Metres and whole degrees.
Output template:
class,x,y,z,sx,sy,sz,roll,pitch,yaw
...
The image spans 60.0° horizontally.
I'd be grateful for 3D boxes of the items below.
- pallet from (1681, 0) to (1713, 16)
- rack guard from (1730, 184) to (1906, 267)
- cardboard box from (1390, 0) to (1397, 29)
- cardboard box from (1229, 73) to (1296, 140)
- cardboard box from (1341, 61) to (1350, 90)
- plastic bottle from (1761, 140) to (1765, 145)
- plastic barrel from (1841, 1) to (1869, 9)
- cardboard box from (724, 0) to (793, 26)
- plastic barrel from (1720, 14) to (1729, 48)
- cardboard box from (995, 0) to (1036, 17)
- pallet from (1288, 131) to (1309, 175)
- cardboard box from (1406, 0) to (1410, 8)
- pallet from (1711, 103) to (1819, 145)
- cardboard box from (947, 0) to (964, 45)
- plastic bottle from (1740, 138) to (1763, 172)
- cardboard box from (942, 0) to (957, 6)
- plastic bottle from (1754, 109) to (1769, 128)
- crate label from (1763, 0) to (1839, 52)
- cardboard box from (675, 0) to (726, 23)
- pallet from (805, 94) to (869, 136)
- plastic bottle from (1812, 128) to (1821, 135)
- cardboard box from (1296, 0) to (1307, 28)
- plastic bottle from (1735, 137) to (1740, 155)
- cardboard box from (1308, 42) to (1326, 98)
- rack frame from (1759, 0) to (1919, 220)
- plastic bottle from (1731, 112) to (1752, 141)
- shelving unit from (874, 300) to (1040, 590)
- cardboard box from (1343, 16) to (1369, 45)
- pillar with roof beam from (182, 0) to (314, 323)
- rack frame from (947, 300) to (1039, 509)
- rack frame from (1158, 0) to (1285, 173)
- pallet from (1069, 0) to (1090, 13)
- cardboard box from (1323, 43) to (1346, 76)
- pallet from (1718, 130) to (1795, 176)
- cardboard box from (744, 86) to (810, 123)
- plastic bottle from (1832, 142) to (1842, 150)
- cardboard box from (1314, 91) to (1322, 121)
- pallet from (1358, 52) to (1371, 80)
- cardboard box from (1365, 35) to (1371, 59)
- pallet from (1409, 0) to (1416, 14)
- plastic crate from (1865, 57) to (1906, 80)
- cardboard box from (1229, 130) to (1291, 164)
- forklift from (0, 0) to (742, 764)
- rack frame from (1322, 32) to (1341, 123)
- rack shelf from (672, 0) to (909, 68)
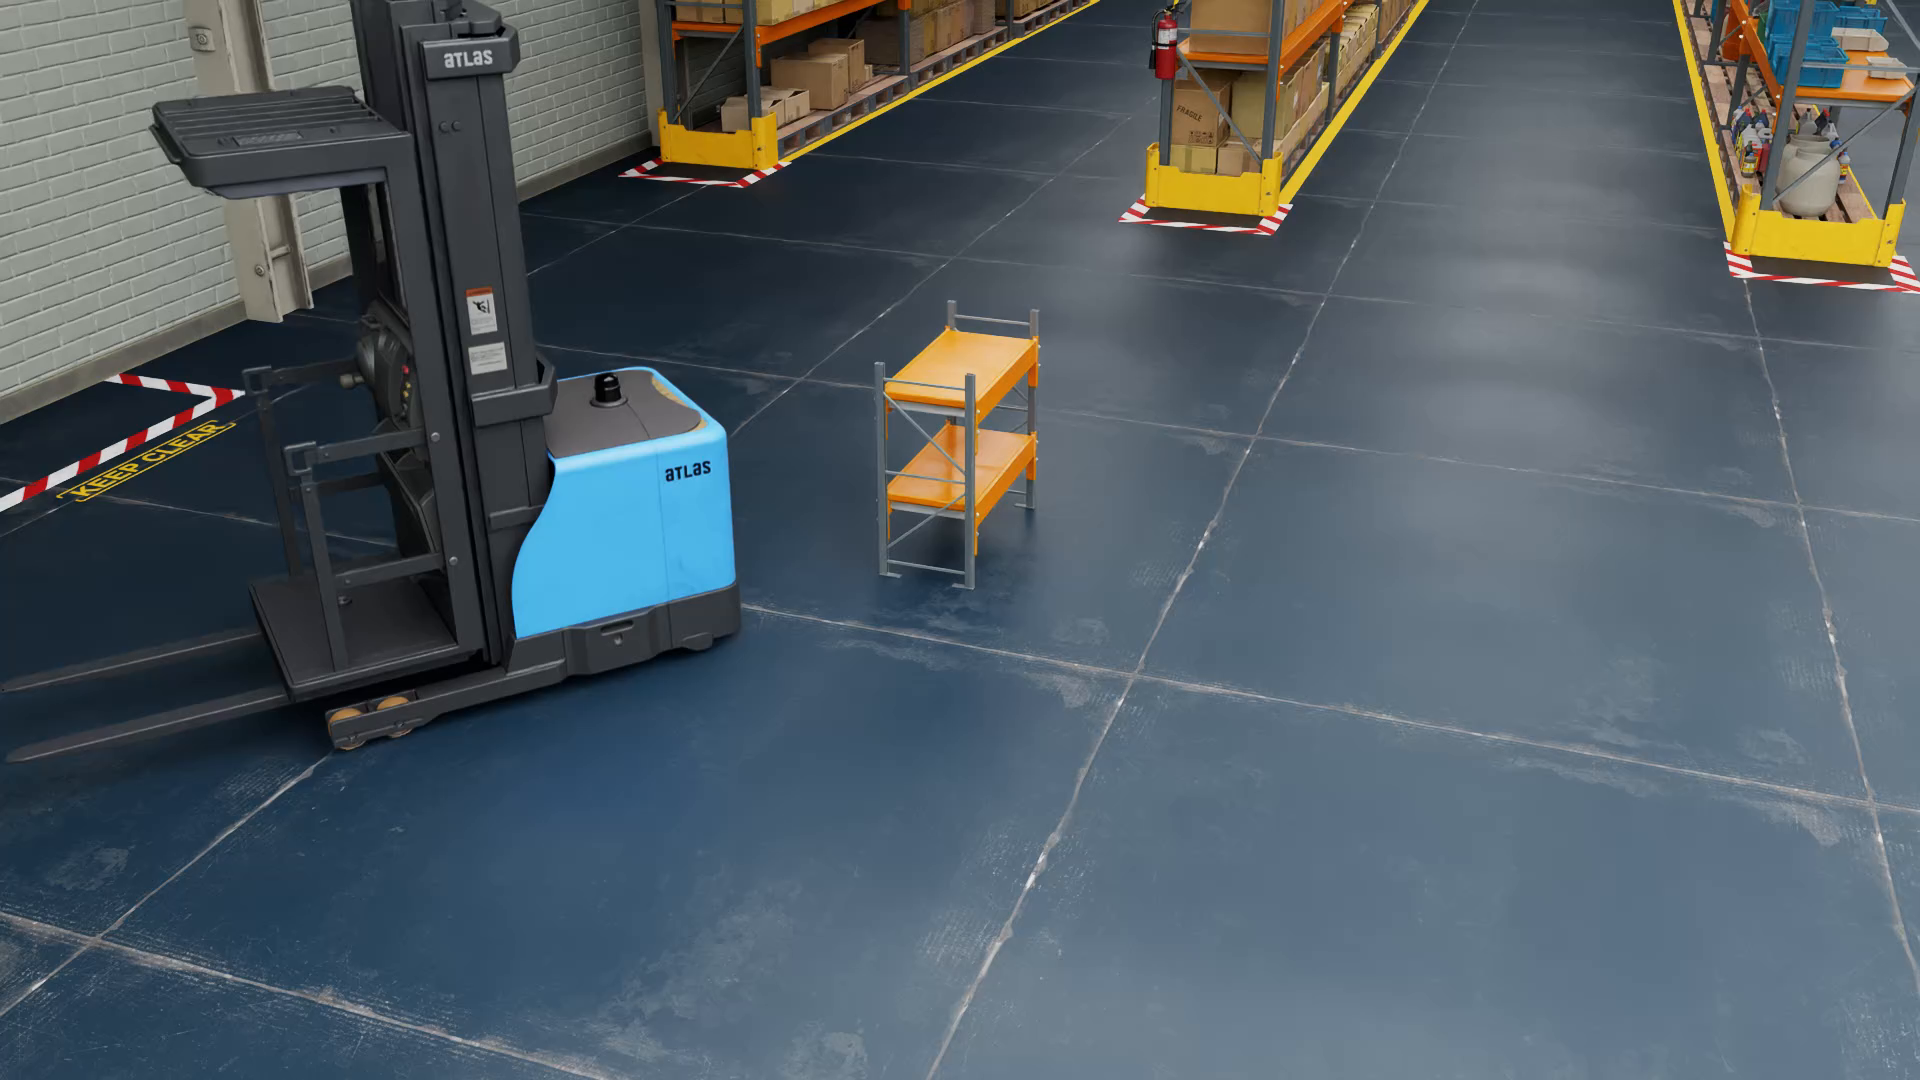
class,x,y,z,sx,sy,sz,roll,pitch,yaw
pallet,11.537,-8.121,25.280,1.003,0.211,1.213,9,27,17
rack guard,6.913,-2.546,13.436,1.175,0.500,0.348,9,27,17
cardboard box,5.686,-7.281,22.709,0.500,0.500,0.500,8,27,17
cardboard box,2.815,-4.036,15.457,0.500,0.500,0.500,9,27,17
cardboard box,4.132,-5.288,18.903,0.500,0.250,0.500,9,27,19
plastic bottle,7.465,-3.616,15.482,0.097,0.201,0.097,0,26,0
plastic barrel,8.677,-5.618,16.335,0.600,0.901,0.708,9,27,17
cardboard box,-1.949,-5.166,16.127,0.500,0.250,0.500,8,27,16
plastic barrel,9.844,-6.439,20.979,0.421,0.512,0.421,0,26,0
cardboard box,0.620,-7.862,23.531,0.750,0.750,0.750,8,27,17
pallet,2.885,-3.918,16.600,1.003,0.211,1.213,9,27,17
cardboard box,6.361,-8.113,24.428,0.500,0.500,0.500,9,27,17
pallet,8.488,-4.350,17.493,1.003,0.211,1.213,9,27,17
cardboard box,-0.359,-6.724,21.559,0.700,0.500,0.500,9,27,17
plastic bottle,7.239,-3.523,15.206,0.152,0.276,0.135,9,27,18
cardboard box,-0.354,-7.027,21.325,0.500,0.250,0.500,9,27,17
plastic bottle,7.739,-3.990,16.085,0.144,0.351,0.185,9,27,17
crate label,7.289,-4.445,14.448,0.502,0.435,0.616,9,27,17
cardboard box,-2.438,-5.232,16.263,0.500,0.250,0.500,9,27,18
pallet,-1.674,-4.675,18.163,1.003,0.211,1.213,9,27,17
plastic bottle,8.044,-3.739,15.642,0.061,0.283,0.133,9,27,17
cardboard box,2.942,-5.225,15.984,0.700,0.500,0.500,10,27,19
plastic bottle,7.424,-3.754,15.767,0.097,0.201,0.097,0,26,0
cardboard box,3.467,-4.860,17.158,0.500,0.500,0.500,9,27,17
rack frame,6.932,-3.633,12.812,1.000,3.000,0.127,9,27,17
plastic bottle,7.662,-4.045,16.283,0.152,0.276,0.135,10,27,19
shelving unit,0.002,-0.509,8.511,0.538,1.125,1.048,9,27,17
cardboard box,4.645,-6.172,20.085,0.500,0.311,0.500,9,27,17
pillar with roof beam,-0.930,-5.093,8.943,9.100,9.000,0.400,9,27,17
rack frame,0.171,-0.718,8.942,0.500,1.125,0.032,9,27,17
rack frame,2.262,-4.353,14.299,1.000,3.000,0.127,9,27,17
pallet,1.397,-8.418,25.895,1.003,0.211,1.213,9,27,17
cardboard box,3.965,-5.335,18.356,0.500,0.311,0.500,9,27,18
pallet,8.000,-3.752,16.257,1.003,0.211,1.213,9,27,17
cardboard box,-1.906,-4.563,17.314,0.500,0.311,0.500,11,28,22
plastic bottle,7.976,-3.485,15.132,0.097,0.271,0.097,0,26,0
cardboard box,3.469,-4.522,17.321,0.500,0.250,0.500,9,27,17
pallet,4.613,-6.053,21.010,1.003,0.211,1.213,9,27,17
cardboard box,4.811,-6.128,20.639,0.500,0.250,0.500,8,27,17
pallet,6.485,-8.312,25.674,1.003,0.211,1.213,9,27,17
plastic crate,7.533,-3.836,13.533,0.298,0.136,0.250,9,27,17
cardboard box,2.813,-3.699,15.621,0.500,0.250,0.500,9,27,17
forklift,-2.555,-0.708,6.850,3.031,2.935,1.130,-14,29,-27
rack frame,3.593,-5.997,17.694,1.000,3.000,0.127,9,27,17
rack shelf,-1.745,-5.568,17.634,1.077,0.370,4.000,9,27,17
